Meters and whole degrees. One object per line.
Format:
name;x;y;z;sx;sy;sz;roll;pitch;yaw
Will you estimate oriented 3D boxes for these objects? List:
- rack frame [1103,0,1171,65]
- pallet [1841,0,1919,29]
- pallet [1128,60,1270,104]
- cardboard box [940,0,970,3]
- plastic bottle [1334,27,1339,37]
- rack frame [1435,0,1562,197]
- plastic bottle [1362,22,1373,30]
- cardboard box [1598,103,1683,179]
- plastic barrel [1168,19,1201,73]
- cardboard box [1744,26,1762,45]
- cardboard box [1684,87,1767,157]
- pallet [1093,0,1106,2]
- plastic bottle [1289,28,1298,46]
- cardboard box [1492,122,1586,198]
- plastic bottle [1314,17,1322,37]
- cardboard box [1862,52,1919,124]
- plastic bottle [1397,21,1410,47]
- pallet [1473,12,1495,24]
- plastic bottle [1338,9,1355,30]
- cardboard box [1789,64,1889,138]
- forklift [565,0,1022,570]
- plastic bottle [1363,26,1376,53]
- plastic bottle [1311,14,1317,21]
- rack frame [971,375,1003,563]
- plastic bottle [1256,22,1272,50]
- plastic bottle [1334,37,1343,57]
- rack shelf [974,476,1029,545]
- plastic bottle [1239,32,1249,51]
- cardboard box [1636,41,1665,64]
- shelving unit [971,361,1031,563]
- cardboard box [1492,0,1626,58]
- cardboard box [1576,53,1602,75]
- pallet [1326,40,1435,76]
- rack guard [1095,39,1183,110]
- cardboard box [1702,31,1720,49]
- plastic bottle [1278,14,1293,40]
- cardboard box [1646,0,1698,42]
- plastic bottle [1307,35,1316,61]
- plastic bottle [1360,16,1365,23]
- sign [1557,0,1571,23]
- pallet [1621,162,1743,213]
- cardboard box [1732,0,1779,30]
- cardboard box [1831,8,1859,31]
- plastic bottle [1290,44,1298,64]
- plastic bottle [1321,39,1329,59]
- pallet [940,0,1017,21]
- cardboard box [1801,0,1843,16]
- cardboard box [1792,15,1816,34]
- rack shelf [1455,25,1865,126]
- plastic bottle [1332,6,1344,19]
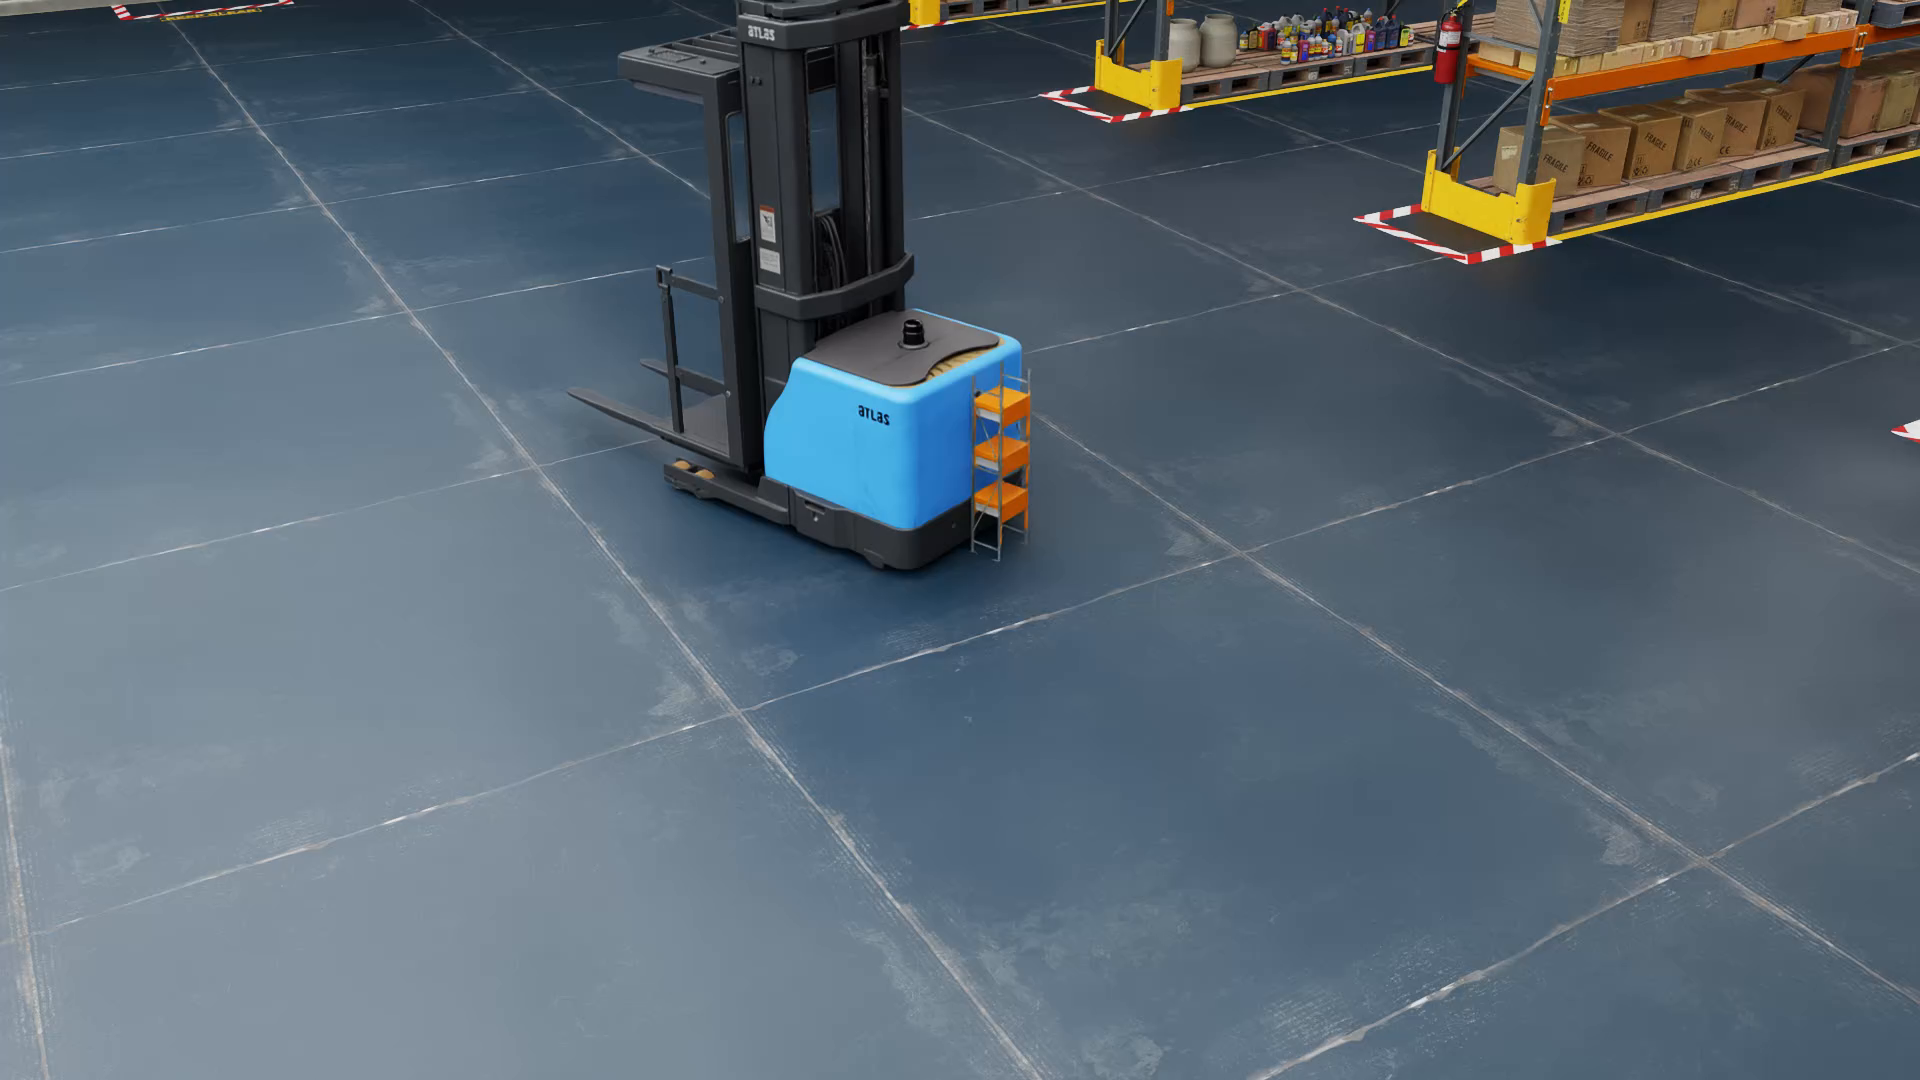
rack frame;1.855;-6.045;17.099;0.127;3.000;1.000;-16;33;-26
pallet;8.546;-5.003;15.410;1.213;0.211;1.003;-16;33;-26
pallet;2.600;-5.059;18.198;1.213;0.211;1.003;-16;33;-26
cardboard box;-0.076;-7.128;21.473;0.500;0.250;0.500;-16;33;-26
plastic bottle;4.254;-5.630;18.703;0.133;0.283;0.061;-16;33;-26
rack frame;4.364;-3.982;13.360;0.127;3.000;1.000;-16;33;-26
plastic bottle;4.632;-5.755;18.937;0.135;0.276;0.152;-16;33;-26
cardboard box;5.958;-3.523;14.681;0.500;0.500;0.500;-13;31;-22
plastic barrel;2.384;-5.332;17.948;0.421;0.512;0.421;0;29;0
cardboard box;6.674;-4.390;14.361;0.250;0.149;0.380;-16;33;-26
cardboard box;6.958;-3.826;15.230;0.500;0.500;0.500;-6;29;-11
pallet;2.091;-7.690;22.967;1.213;0.211;1.003;-16;33;-26
plastic bottle;3.807;-5.731;18.972;0.097;0.201;0.097;0;29;0
cardboard box;4.911;-3.217;14.127;0.500;0.500;0.500;-10;30;-17
plastic bottle;4.127;-5.900;19.204;0.097;0.271;0.097;0;29;0
cardboard box;9.256;-4.446;16.334;0.500;0.500;0.700;-19;34;-30
plastic bottle;5.056;-5.772;18.961;0.133;0.283;0.061;-14;32;-24
pallet;7.014;-6.312;20.469;1.213;0.211;1.003;-16;33;-26
plastic bottle;4.470;-5.972;19.253;0.185;0.351;0.144;-16;33;-26
cardboard box;8.353;-4.200;15.888;0.500;0.500;0.700;-19;34;-30
forklift;-1.112;-1.699;9.295;3.031;2.935;1.130;21;35;34
plastic bottle;4.610;-5.645;18.731;0.133;0.283;0.061;-14;32;-23
plastic bottle;4.071;-5.933;19.253;0.133;0.283;0.061;-14;32;-24
rack frame;0.141;-0.366;8.827;0.200;1.050;0.008;21;35;33
plastic bottle;3.447;-5.727;18.887;0.135;0.276;0.152;-16;33;-26
plastic bottle;4.220;-5.509;18.569;0.097;0.201;0.097;0;29;0
rack shelf;0.217;-0.160;9.050;0.215;0.259;0.240;21;35;33
plastic bottle;3.216;-5.645;18.814;0.097;0.201;0.097;0;29;0
cardboard box;5.603;-4.078;13.795;0.250;0.149;0.380;-16;33;-26
shelving unit;0.217;-0.413;8.911;0.215;1.050;0.252;21;35;33
cardboard box;4.852;-4.279;13.487;0.500;0.500;0.875;-16;33;-26
cardboard box;4.956;-3.895;13.464;0.250;0.149;0.380;-16;33;-26
pallet;4.703;-5.656;19.281;1.213;0.211;1.003;-16;33;-26
rack guard;1.897;-4.989;17.772;0.348;0.500;1.175;-16;33;-26
cardboard box;6.221;-4.285;14.171;0.250;0.149;0.380;-16;33;-26
plastic bottle;3.708;-5.836;19.007;0.185;0.351;0.144;-14;32;-24
cardboard box;5.676;-4.556;13.989;0.500;0.500;0.875;-16;33;-26
plastic bottle;3.871;-5.441;18.373;0.097;0.271;0.097;0;29;0
plastic bottle;4.719;-6.071;19.588;0.097;0.201;0.097;0;29;0
sign;4.639;-4.135;12.742;0.005;0.325;0.100;-16;33;-26
pallet;6.199;-3.260;14.939;1.213;0.211;1.003;-16;33;-26
cardboard box;6.565;-4.778;14.392;0.500;0.500;0.875;-16;33;-26
cardboard box;7.776;-4.676;14.878;0.250;0.149;0.380;-16;33;-26
plastic bottle;3.665;-5.352;18.284;0.097;0.201;0.097;0;29;0
plastic bottle;4.043;-5.459;18.478;0.097;0.201;0.097;0;29;0
pallet;-0.013;-7.093;21.884;1.213;0.211;1.003;-16;33;-26
cardboard box;7.394;-5.050;14.885;0.500;0.500;0.875;-16;33;-26
cardboard box;7.310;-4.582;14.709;0.250;0.149;0.380;-16;33;-26
rack shelf;6.089;-4.156;14.421;4.000;0.370;1.077;-16;33;-26
plastic bottle;4.397;-6.032;19.362;0.185;0.351;0.144;-15;32;-25
